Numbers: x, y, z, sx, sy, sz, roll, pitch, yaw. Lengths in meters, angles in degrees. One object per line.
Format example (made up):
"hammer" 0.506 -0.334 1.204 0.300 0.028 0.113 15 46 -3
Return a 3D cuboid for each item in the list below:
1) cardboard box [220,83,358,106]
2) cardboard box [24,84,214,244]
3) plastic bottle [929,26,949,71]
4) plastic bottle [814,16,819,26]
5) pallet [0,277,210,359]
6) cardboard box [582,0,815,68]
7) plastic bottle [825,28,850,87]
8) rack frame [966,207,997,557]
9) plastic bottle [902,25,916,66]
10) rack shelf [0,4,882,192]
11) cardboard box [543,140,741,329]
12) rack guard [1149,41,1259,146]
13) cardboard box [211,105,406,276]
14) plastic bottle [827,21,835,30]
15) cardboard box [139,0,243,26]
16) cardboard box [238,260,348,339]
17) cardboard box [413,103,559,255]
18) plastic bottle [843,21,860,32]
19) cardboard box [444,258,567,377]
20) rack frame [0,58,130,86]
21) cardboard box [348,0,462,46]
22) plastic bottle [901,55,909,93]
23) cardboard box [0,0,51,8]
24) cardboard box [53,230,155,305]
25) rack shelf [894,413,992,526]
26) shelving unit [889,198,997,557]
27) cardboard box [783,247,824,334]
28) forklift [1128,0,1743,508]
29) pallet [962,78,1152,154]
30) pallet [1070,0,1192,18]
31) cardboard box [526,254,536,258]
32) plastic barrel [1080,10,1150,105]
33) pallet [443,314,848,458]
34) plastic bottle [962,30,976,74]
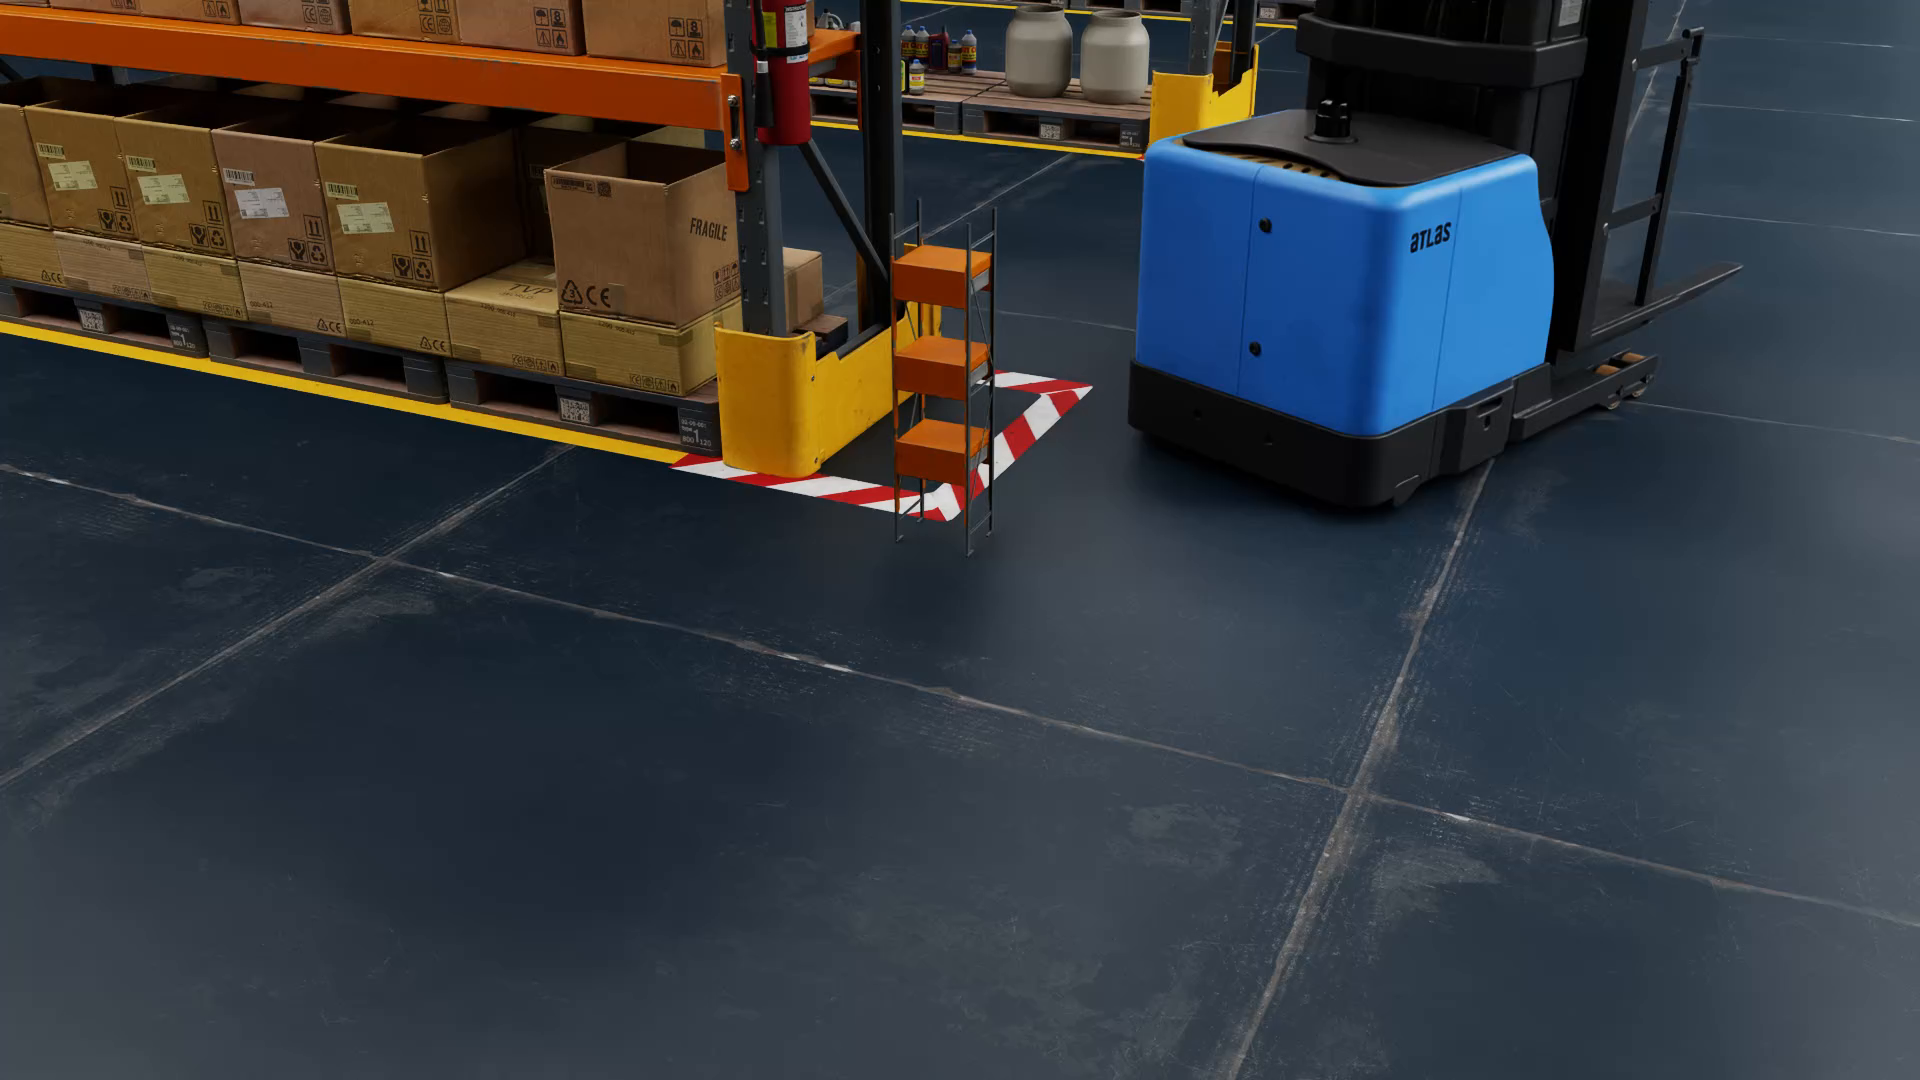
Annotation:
"cardboard box" -2.694 -1.655 7.005 0.500 0.500 0.500 11 28 22
"cardboard box" -3.363 -1.539 6.769 0.500 0.500 0.500 11 28 22
"plastic bottle" -0.139 -3.291 11.116 0.133 0.283 0.061 12 29 23
"plastic bottle" -1.015 -3.467 11.473 0.133 0.283 0.061 13 29 25
"pallet" -3.408 -1.134 7.314 1.213 0.211 1.003 11 28 22
"cardboard box" -0.893 -1.951 5.704 0.500 0.500 0.700 11 28 22
"plastic bottle" -0.769 -3.086 10.624 0.185 0.351 0.144 13 29 24
"rack frame" 0.062 -0.458 4.993 0.008 1.050 0.200 11 28 22
"plastic bottle" -0.344 -3.318 11.184 0.097 0.271 0.097 0 26 0
"rack shelf" -2.294 -1.859 6.444 4.000 0.370 1.077 11 28 22
"cardboard box" -1.084 -1.085 5.847 0.500 0.500 0.500 11 28 22
"rack guard" 1.492 -2.680 10.128 0.348 0.500 1.175 11 28 22
"cardboard box" -2.455 -1.354 6.393 0.500 0.500 0.500 11 28 22
"plastic bottle" -0.905 -3.375 11.286 0.133 0.283 0.061 11 28 22
"cardboard box" -2.770 -2.326 6.466 0.500 0.500 0.700 12 29 23
"cardboard box" -2.454 -1.019 6.562 0.500 0.250 0.500 11 28 22
"cardboard box" -1.785 -1.471 6.631 0.500 0.500 0.500 11 28 22
"plastic bottle" -0.740 -3.386 11.317 0.135 0.276 0.152 12 29 23
"cardboard box" -1.544 -0.836 6.190 0.500 0.250 0.500 11 28 22
"rack frame" -4.114 -2.547 7.028 0.127 3.000 1.000 11 28 22
"cardboard box" -1.822 -2.138 6.084 0.500 0.500 0.700 12 28 22
"plastic bottle" -0.386 -2.959 10.441 0.133 0.283 0.061 12 29 23
"cardboard box" -3.708 -2.513 6.846 0.500 0.500 0.700 11 28 20
"cardboard box" -3.364 -1.202 6.933 0.500 0.250 0.500 11 28 22
"rack shelf" -0.049 -0.222 5.165 0.240 0.259 0.215 11 28 22
"shelving unit" -0.049 -0.481 5.038 0.252 1.050 0.215 11 28 22
"cardboard box" -0.869 -0.958 6.438 0.500 0.250 0.500 11 28 22
"forklift" 2.026 -1.956 5.904 3.031 2.935 1.130 -22 34 -37
"pallet" 0.755 -2.701 10.498 1.213 0.211 1.003 11 28 22
"pallet" 1.730 -4.948 15.060 1.213 0.211 1.003 11 28 22
"cardboard box" -1.781 -1.140 6.806 0.500 0.250 0.500 11 28 22
"plastic barrel" 0.950 -2.969 10.225 0.421 0.512 0.421 0 26 0
"pallet" -1.186 -0.688 6.408 1.213 0.211 1.003 11 28 22
"plastic bottle" 0.059 -3.237 11.019 0.097 0.271 0.097 0 26 0
